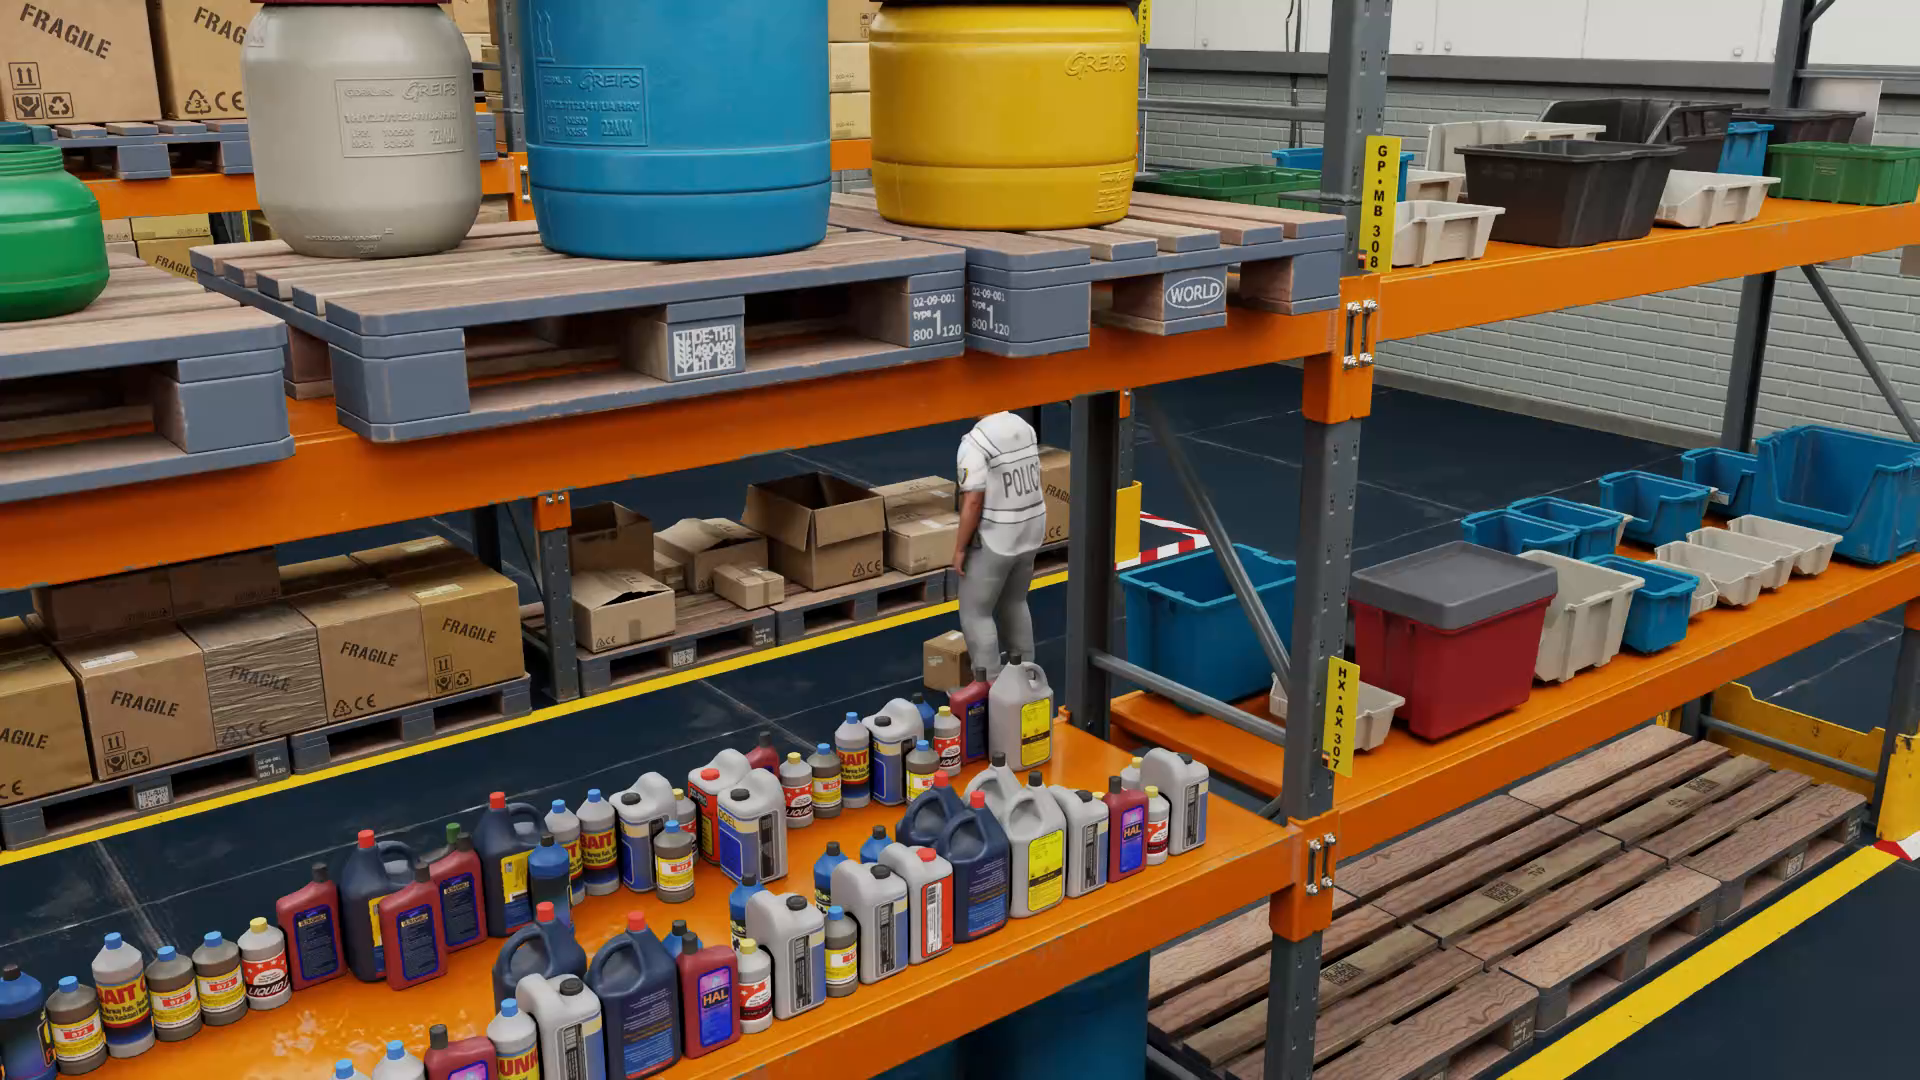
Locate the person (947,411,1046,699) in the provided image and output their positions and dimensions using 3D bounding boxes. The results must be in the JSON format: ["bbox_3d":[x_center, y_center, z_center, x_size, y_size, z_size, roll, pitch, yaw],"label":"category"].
[{"bbox_3d":[0.196,-0.003,8.547,0.439,1.747,0.585,15,23,39],"label":"person"}]
